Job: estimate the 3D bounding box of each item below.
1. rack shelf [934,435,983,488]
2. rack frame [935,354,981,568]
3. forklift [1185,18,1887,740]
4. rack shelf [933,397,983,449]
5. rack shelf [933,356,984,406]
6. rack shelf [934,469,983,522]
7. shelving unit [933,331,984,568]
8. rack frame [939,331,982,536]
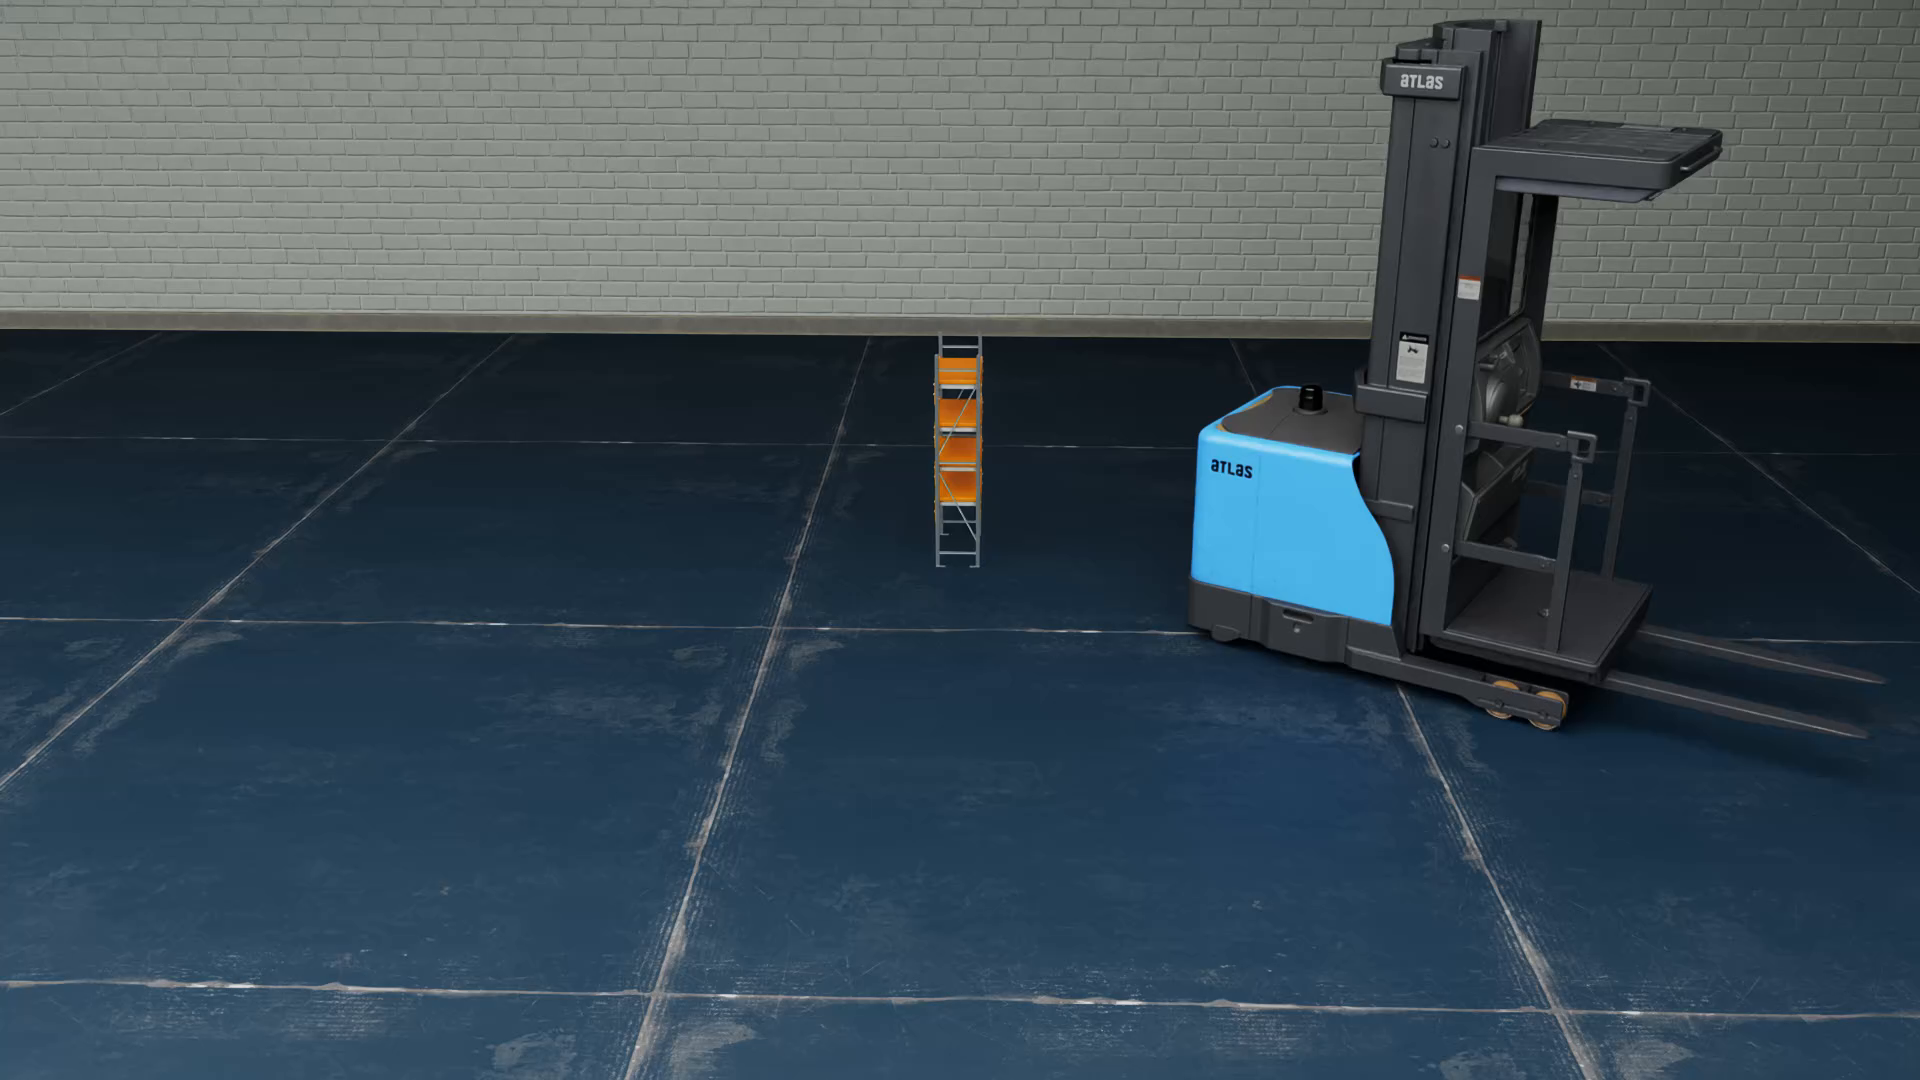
[{"bbox_3d":[-0.005,-0.437,9.182,0.258,0.148,0.480,1,21,2],"label":"rack shelf"},{"bbox_3d":[-0.012,-0.411,8.930,0.240,1.200,0.015,1,21,2],"label":"rack frame"},{"bbox_3d":[2.639,-0.746,7.399,3.031,2.935,1.130,13,25,31],"label":"forklift"},{"bbox_3d":[-0.005,-0.645,9.101,0.258,0.148,0.480,1,21,2],"label":"rack shelf"},{"bbox_3d":[-0.005,-0.866,9.015,0.258,0.148,0.480,1,21,2],"label":"rack shelf"},{"bbox_3d":[-0.005,-0.252,9.254,0.258,0.148,0.480,1,21,2],"label":"rack shelf"},{"bbox_3d":[-0.005,-0.500,9.158,0.258,1.200,0.503,1,21,2],"label":"shelving unit"},{"bbox_3d":[0.002,-0.588,9.385,0.240,1.200,0.015,1,21,2],"label":"rack frame"}]
